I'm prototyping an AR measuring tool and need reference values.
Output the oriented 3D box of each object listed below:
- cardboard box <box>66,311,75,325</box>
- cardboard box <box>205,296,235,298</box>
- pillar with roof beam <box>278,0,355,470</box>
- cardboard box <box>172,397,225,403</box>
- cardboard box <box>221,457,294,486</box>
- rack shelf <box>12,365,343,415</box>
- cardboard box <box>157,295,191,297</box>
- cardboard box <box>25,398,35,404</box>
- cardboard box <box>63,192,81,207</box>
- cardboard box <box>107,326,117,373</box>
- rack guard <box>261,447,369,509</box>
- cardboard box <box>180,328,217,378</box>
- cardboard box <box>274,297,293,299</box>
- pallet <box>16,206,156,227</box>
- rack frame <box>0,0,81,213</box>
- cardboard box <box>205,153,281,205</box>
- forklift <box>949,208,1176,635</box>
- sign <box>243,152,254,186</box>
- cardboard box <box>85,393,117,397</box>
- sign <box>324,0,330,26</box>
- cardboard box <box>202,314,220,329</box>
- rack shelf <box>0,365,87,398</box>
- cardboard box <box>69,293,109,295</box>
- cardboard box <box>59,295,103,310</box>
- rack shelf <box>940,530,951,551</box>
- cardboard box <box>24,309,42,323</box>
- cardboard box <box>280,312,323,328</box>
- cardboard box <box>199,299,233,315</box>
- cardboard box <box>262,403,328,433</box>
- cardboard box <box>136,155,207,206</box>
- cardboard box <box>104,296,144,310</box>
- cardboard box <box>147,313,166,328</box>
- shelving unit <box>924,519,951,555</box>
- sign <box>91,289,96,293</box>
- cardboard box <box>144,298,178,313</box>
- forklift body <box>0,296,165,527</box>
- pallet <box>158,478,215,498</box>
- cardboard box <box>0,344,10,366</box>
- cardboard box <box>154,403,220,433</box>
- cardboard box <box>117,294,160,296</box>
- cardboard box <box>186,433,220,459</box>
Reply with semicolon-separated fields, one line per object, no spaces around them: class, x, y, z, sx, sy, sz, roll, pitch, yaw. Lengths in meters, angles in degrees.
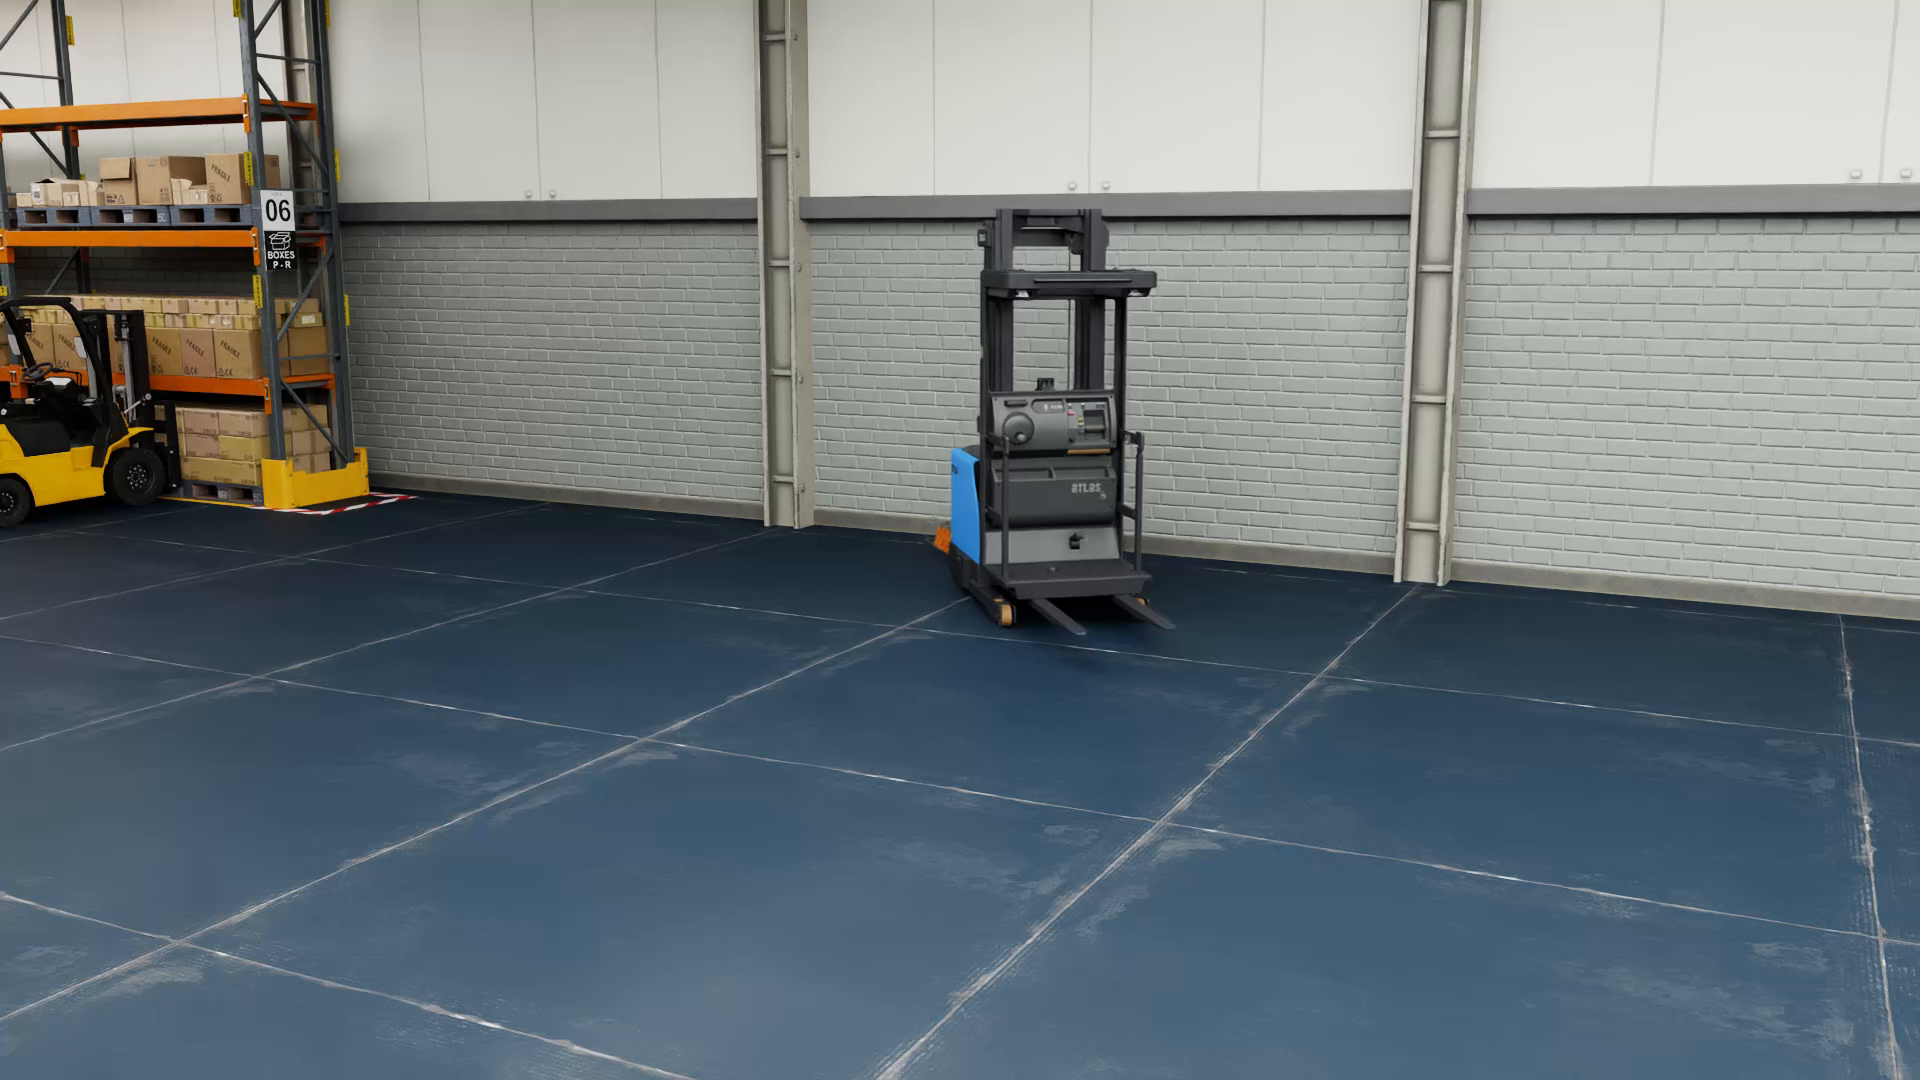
cardboard box;-9.549;-2.445;18.234;0.250;0.149;0.380;5;12;27
cardboard box;-7.931;-2.554;18.004;0.250;0.149;0.380;5;12;28
pillar with roof beam;-8.930;-4.359;14.068;0.400;9.000;9.100;5;11;26
cardboard box;-8.496;-1.431;18.468;0.500;0.250;0.500;5;11;25
cardboard box;-7.360;-0.736;17.436;0.500;0.250;0.500;5;11;26
rack shelf;-8.593;-1.699;18.238;4.000;0.370;1.077;5;11;26
cardboard box;-8.619;-2.618;18.355;0.250;0.149;0.380;5;12;27
cardboard box;-10.091;-1.468;18.675;0.500;0.250;0.500;5;11;25
cardboard box;-9.429;-3.675;17.955;0.250;0.149;0.380;5;12;28
cardboard box;-9.175;-2.105;18.180;0.500;0.500;0.500;5;11;25
rack guard;-6.778;-0.664;17.515;0.348;0.500;1.175;5;11;26
cardboard box;-7.818;-1.984;17.510;0.500;0.500;0.500;5;12;28
cardboard box;-7.217;-2.502;17.715;0.250;0.149;0.380;5;12;28
pallet;-9.610;-3.580;18.436;1.213;0.211;1.003;5;11;26
rack frame;-10.386;-5.163;18.510;0.127;3.000;1.000;5;11;26
cardboard box;-7.304;-3.673;16.958;0.500;0.500;0.500;5;12;28
forklift;0.740;-0.896;11.971;1.130;2.935;3.031;-2;11;-13
sign;-7.052;-3.683;16.491;0.005;0.325;0.100;5;11;26
cardboard box;-9.859;-1.549;19.119;0.500;0.250;0.500;5;12;27
sign;-6.548;-5.474;17.158;0.005;0.325;0.100;5;11;26
cardboard box;-7.682;-2.292;17.392;0.250;0.149;0.380;5;12;27
rack shelf;-12.180;-2.015;19.979;4.000;0.370;1.077;5;11;26
cardboard box;-9.966;-2.749;19.079;0.250;0.149;0.380;5;11;26
cardboard box;-9.725;-2.628;18.413;0.250;0.149;0.380;5;11;25
rack shelf;-0.022;0.023;14.377;0.258;0.180;0.103;10;7;-19
cardboard box;-10.217;-2.512;18.607;0.250;0.149;0.380;5;11;25
cardboard box;-6.988;-2.332;17.613;0.250;0.149;0.380;5;11;24
cardboard box;-7.695;-2.436;17.349;0.250;0.149;0.380;5;12;27
cardboard box;-7.146;-1.310;17.797;0.500;0.250;0.500;5;11;25
cardboard box;-8.178;-3.770;17.492;0.500;0.500;0.700;5;11;26
cardboard box;-9.041;-2.564;18.060;0.250;0.149;0.380;5;11;26
cardboard box;-8.395;-2.344;17.677;0.250;0.149;0.380;5;11;26
shelving unit;-0.009;0.031;14.335;0.258;0.189;1.200;10;7;-19
sign;-10.142;-2.765;19.451;0.005;0.325;0.100;5;11;26
cardboard box;-8.402;-2.490;17.647;0.250;0.149;0.380;5;12;27
forklift body;-9.307;-1.336;16.594;1.214;2.155;2.313;5;11;26
pallet;-8.593;-0.674;18.379;1.213;0.211;1.003;5;11;26
cardboard box;-10.954;-2.135;19.046;0.500;0.250;0.500;5;12;27
cardboard box;-8.267;-1.305;17.774;0.500;0.250;0.500;5;11;27
cardboard box;-9.264;-2.694;18.776;0.250;0.149;0.380;5;11;25
cardboard box;-7.819;-1.025;17.630;0.500;0.250;0.500;5;11;25
